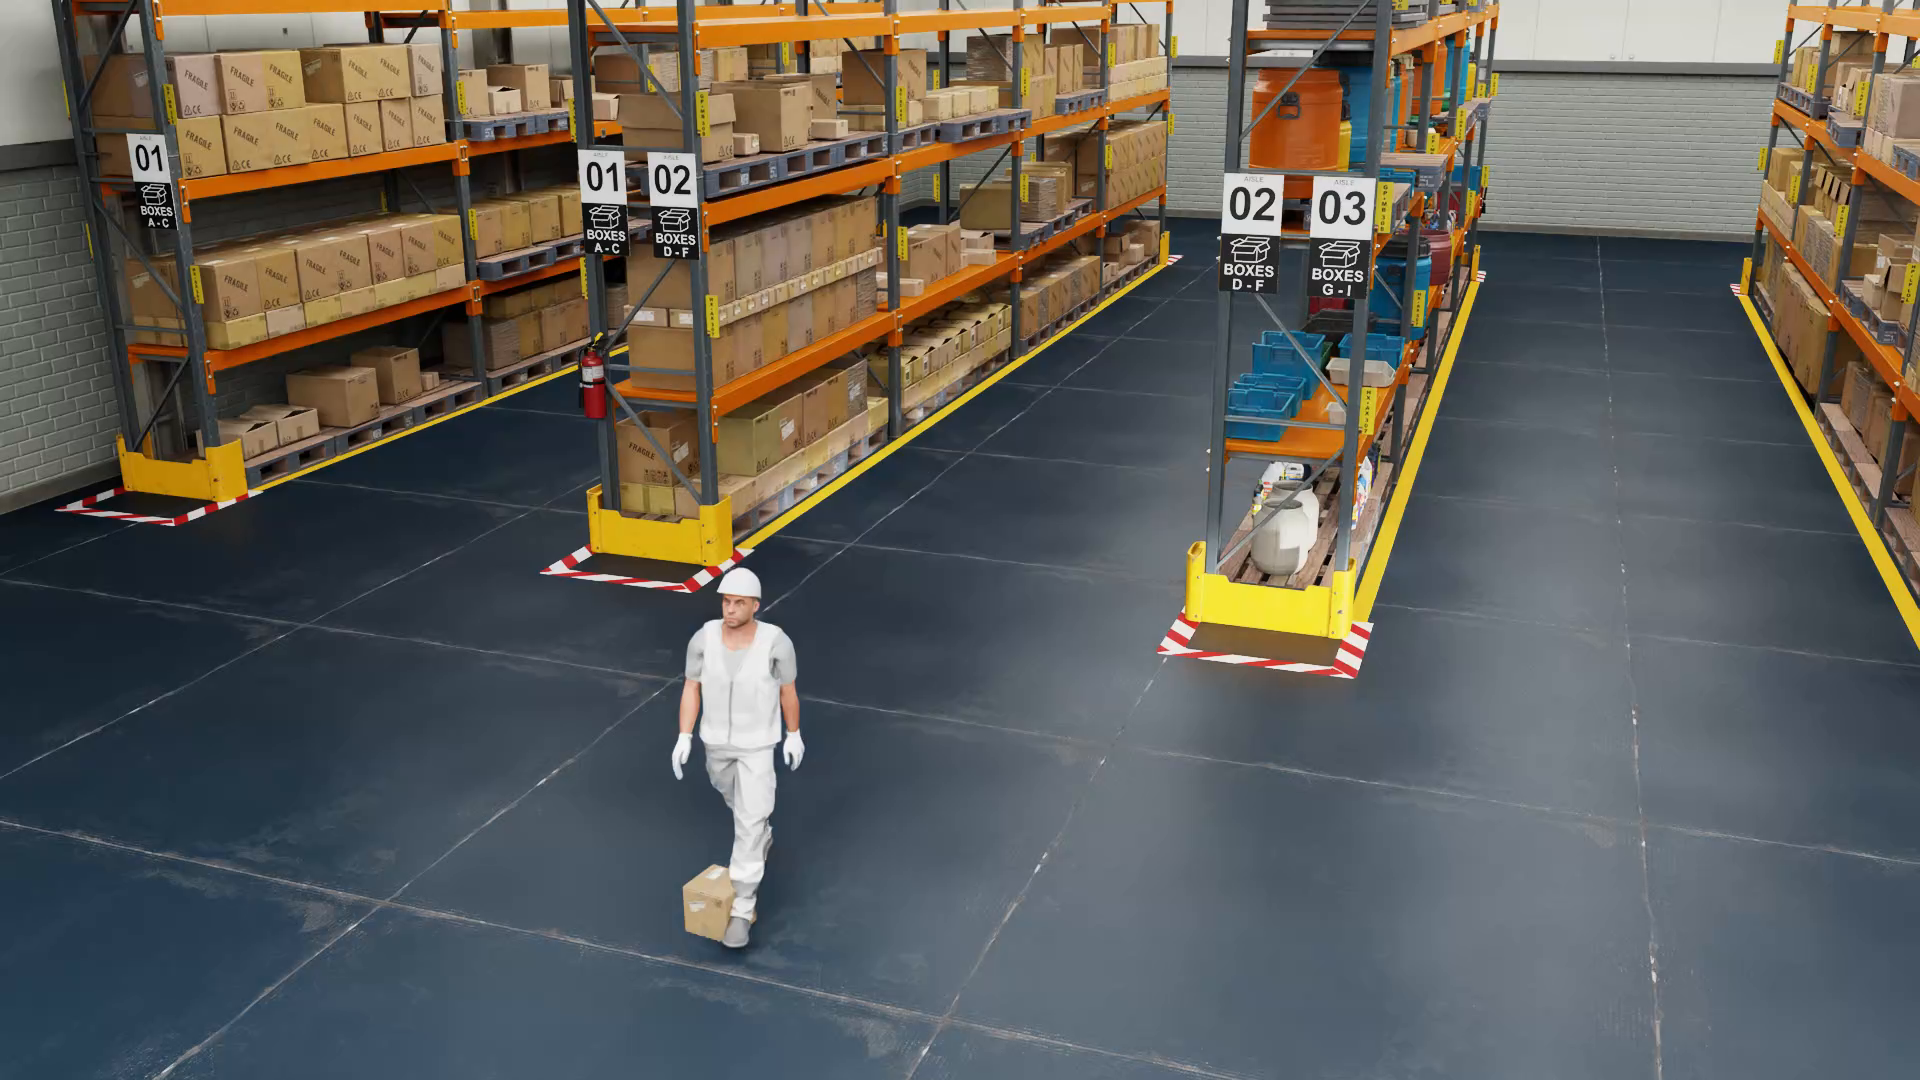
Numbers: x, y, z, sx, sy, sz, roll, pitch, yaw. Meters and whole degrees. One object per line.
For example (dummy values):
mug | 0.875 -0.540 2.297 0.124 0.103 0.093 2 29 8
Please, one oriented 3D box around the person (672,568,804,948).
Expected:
person | -1.084 0.986 8.073 0.553 1.750 1.023 5 19 13
